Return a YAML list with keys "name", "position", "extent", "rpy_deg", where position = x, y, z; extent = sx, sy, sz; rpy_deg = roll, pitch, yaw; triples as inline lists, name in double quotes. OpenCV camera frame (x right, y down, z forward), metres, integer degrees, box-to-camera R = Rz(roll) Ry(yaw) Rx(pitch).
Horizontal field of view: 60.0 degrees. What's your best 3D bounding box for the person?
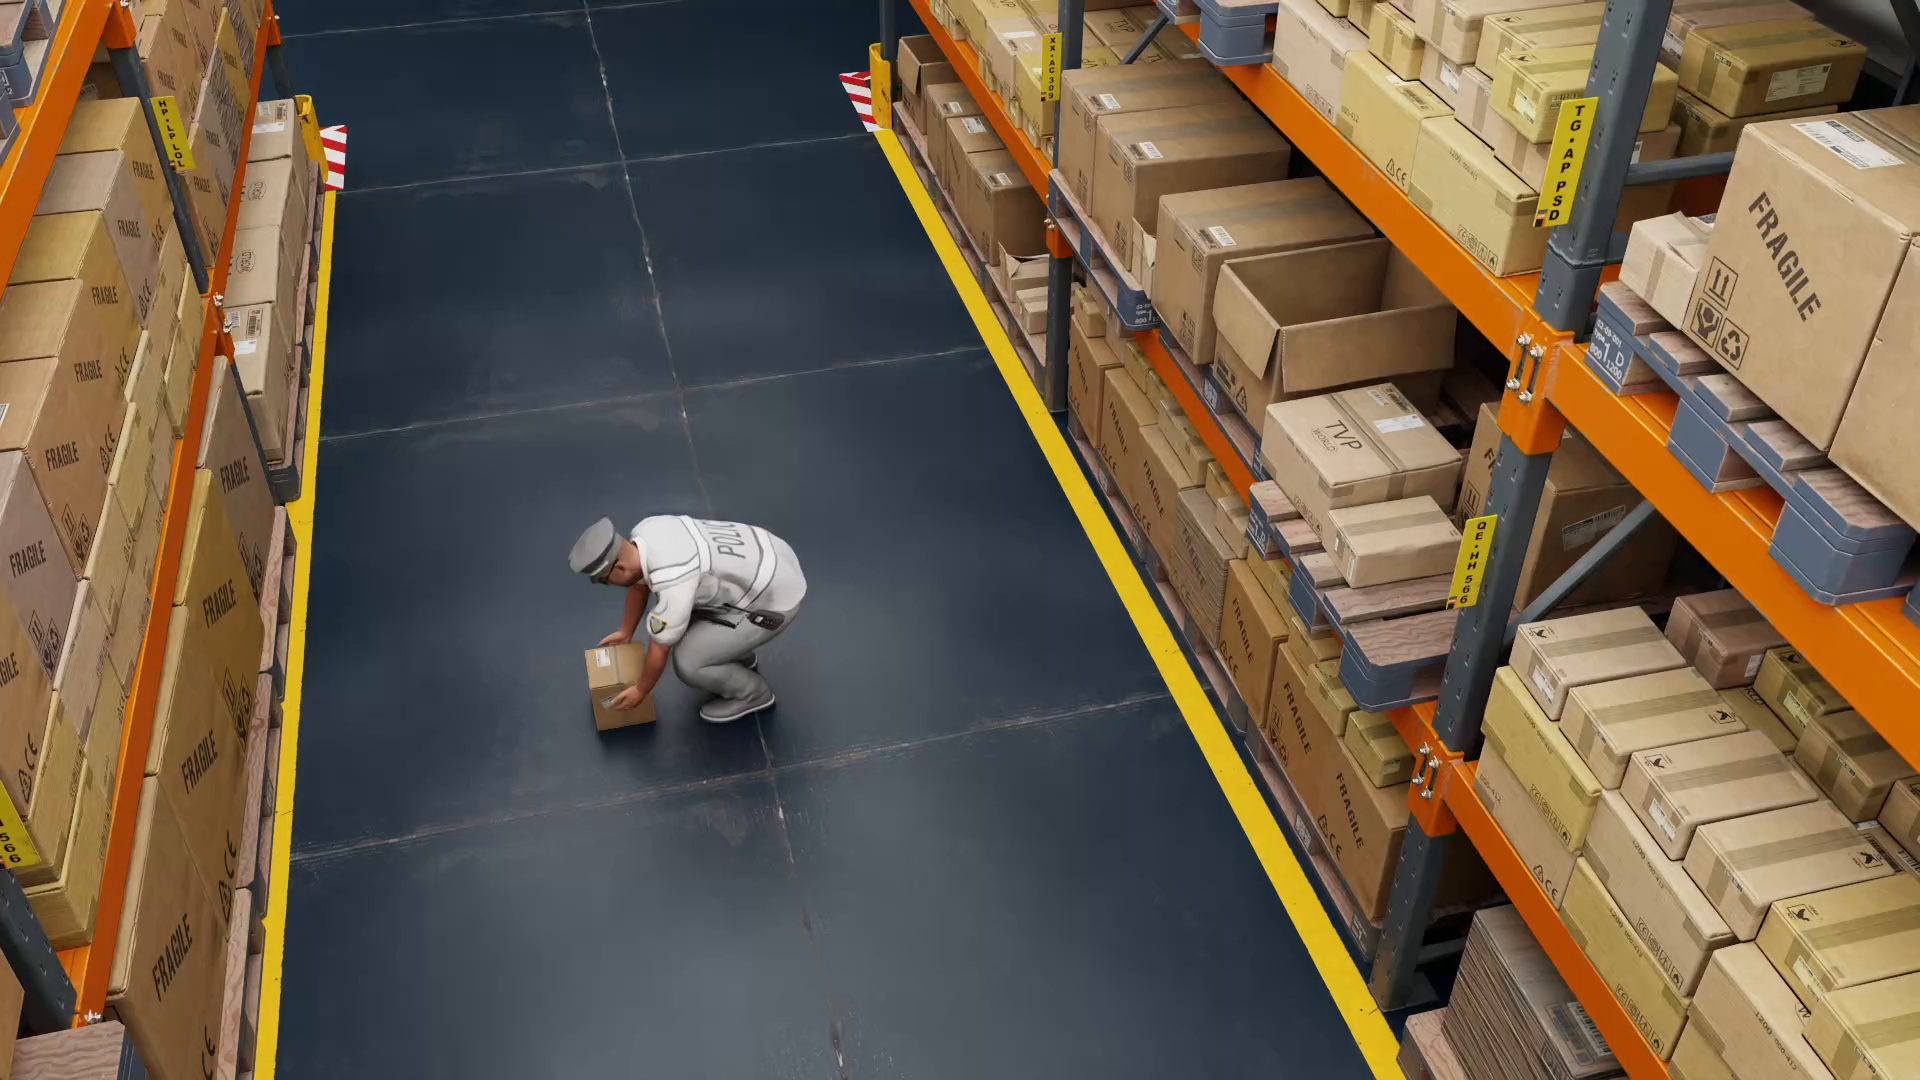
- name: "person"
  position: [-1.108, 0.288, 6.931]
  extent: [0.943, 1.030, 0.562]
  rpy_deg: [-10, 39, -12]
